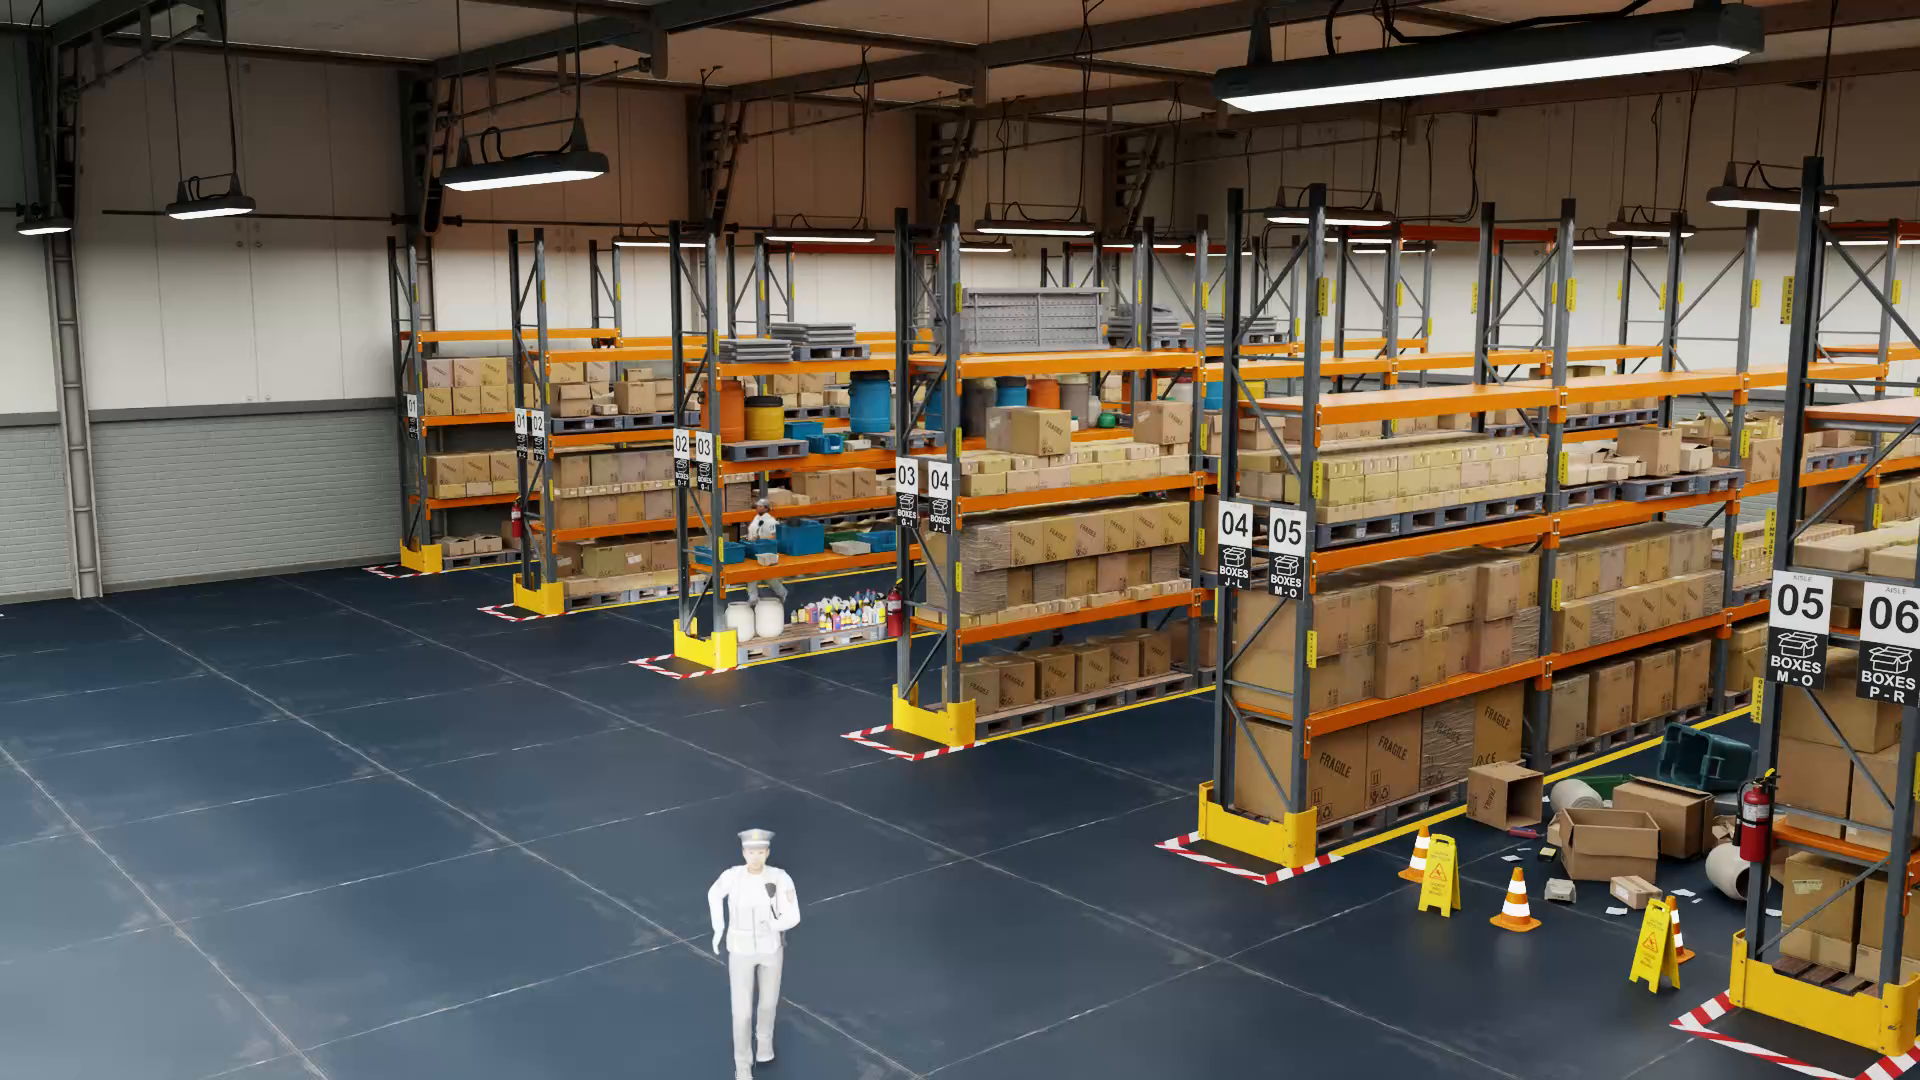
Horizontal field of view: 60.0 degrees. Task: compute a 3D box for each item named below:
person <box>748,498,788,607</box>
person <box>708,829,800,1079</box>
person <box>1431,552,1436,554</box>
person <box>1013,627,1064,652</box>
[{"bbox_3d":[-3.009,0.200,25.275,0.747,1.673,0.620,-8,12,-41],"label":"person"},{"bbox_3d":[-1.330,2.698,10.777,0.567,1.749,0.732,-2,9,-10],"label":"person"},{"bbox_3d":[6.490,0.849,22.610,0.581,1.726,0.720,-8,12,-42],"label":"person"},{"bbox_3d":[1.064,0.599,22.198,0.657,1.752,0.820,8,12,43],"label":"person"}]
